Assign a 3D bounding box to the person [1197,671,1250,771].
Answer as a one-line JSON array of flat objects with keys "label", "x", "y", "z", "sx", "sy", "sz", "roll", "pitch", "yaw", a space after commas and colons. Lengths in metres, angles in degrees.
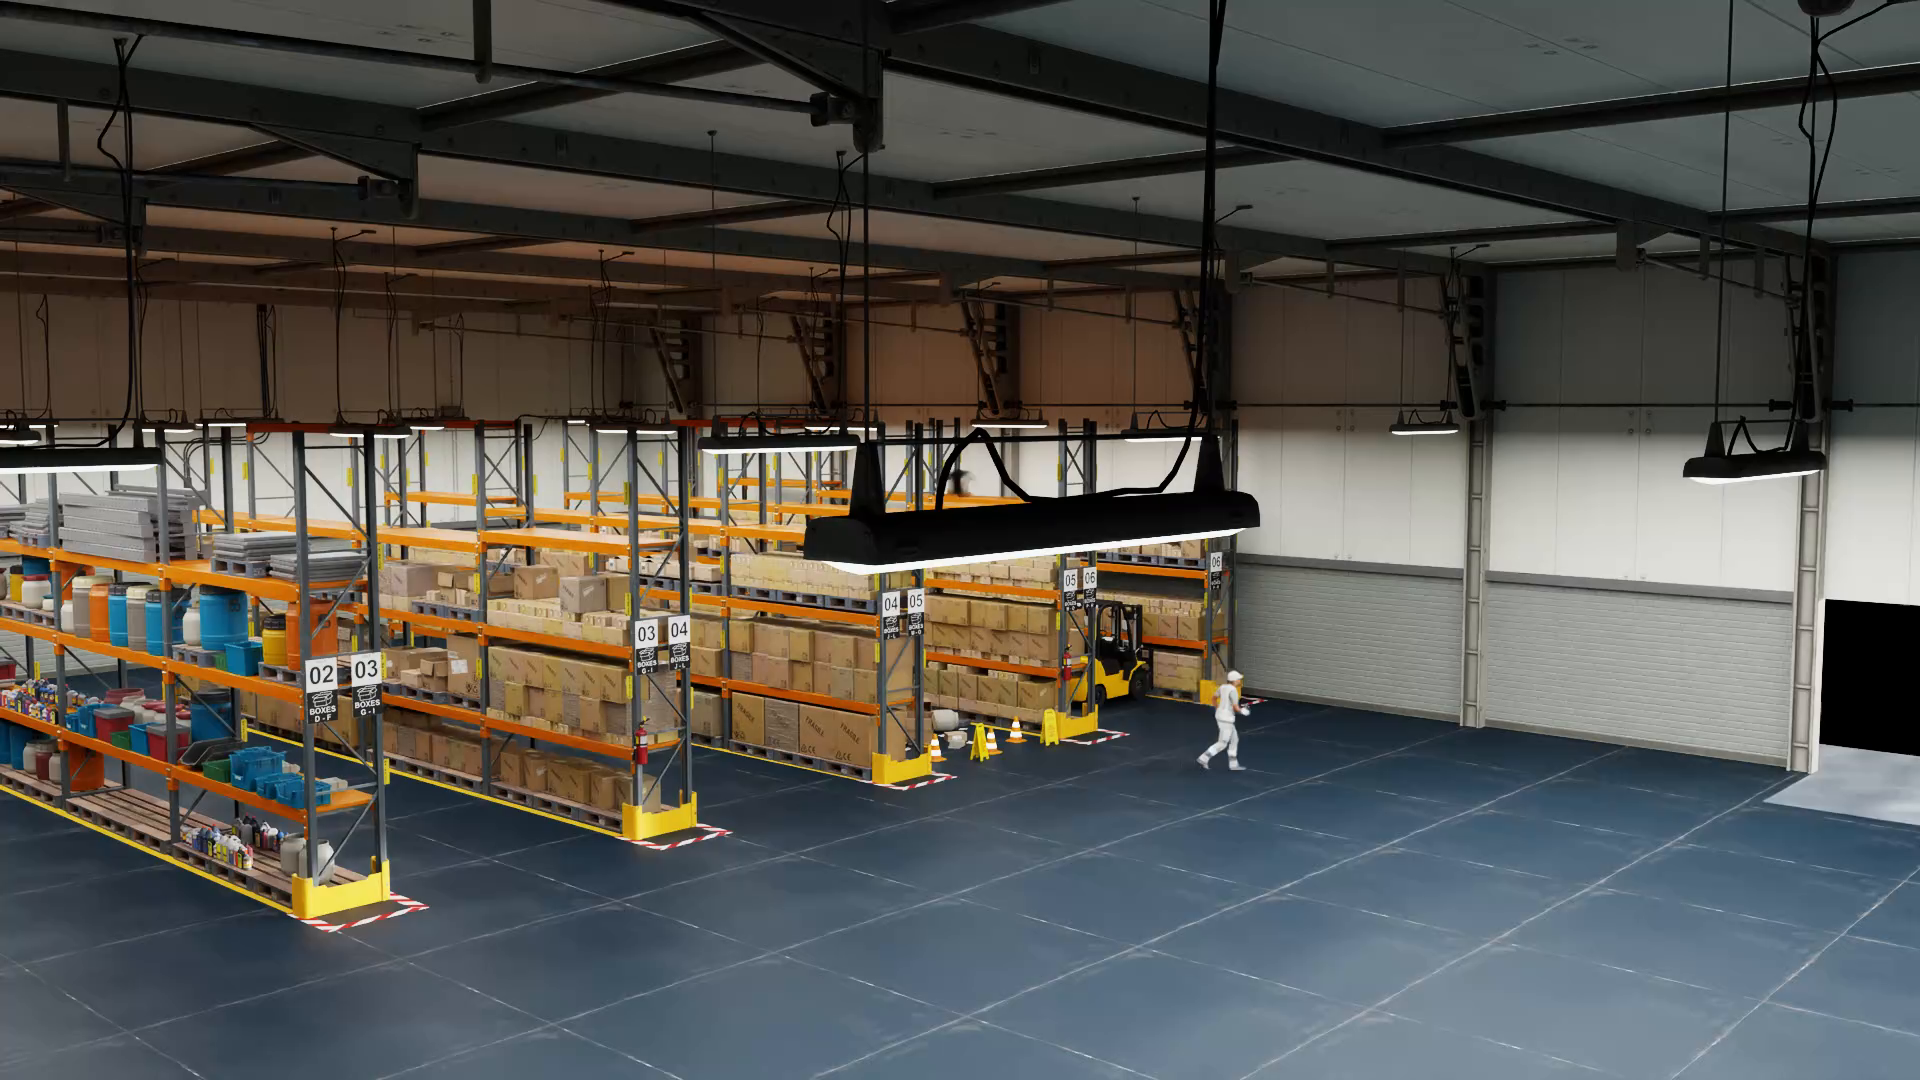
[{"label": "person", "x": 4.505, "y": 3.125, "z": 28.573, "sx": 0.930, "sy": 1.752, "sz": 0.674, "roll": -1, "pitch": 5, "yaw": -9}]
